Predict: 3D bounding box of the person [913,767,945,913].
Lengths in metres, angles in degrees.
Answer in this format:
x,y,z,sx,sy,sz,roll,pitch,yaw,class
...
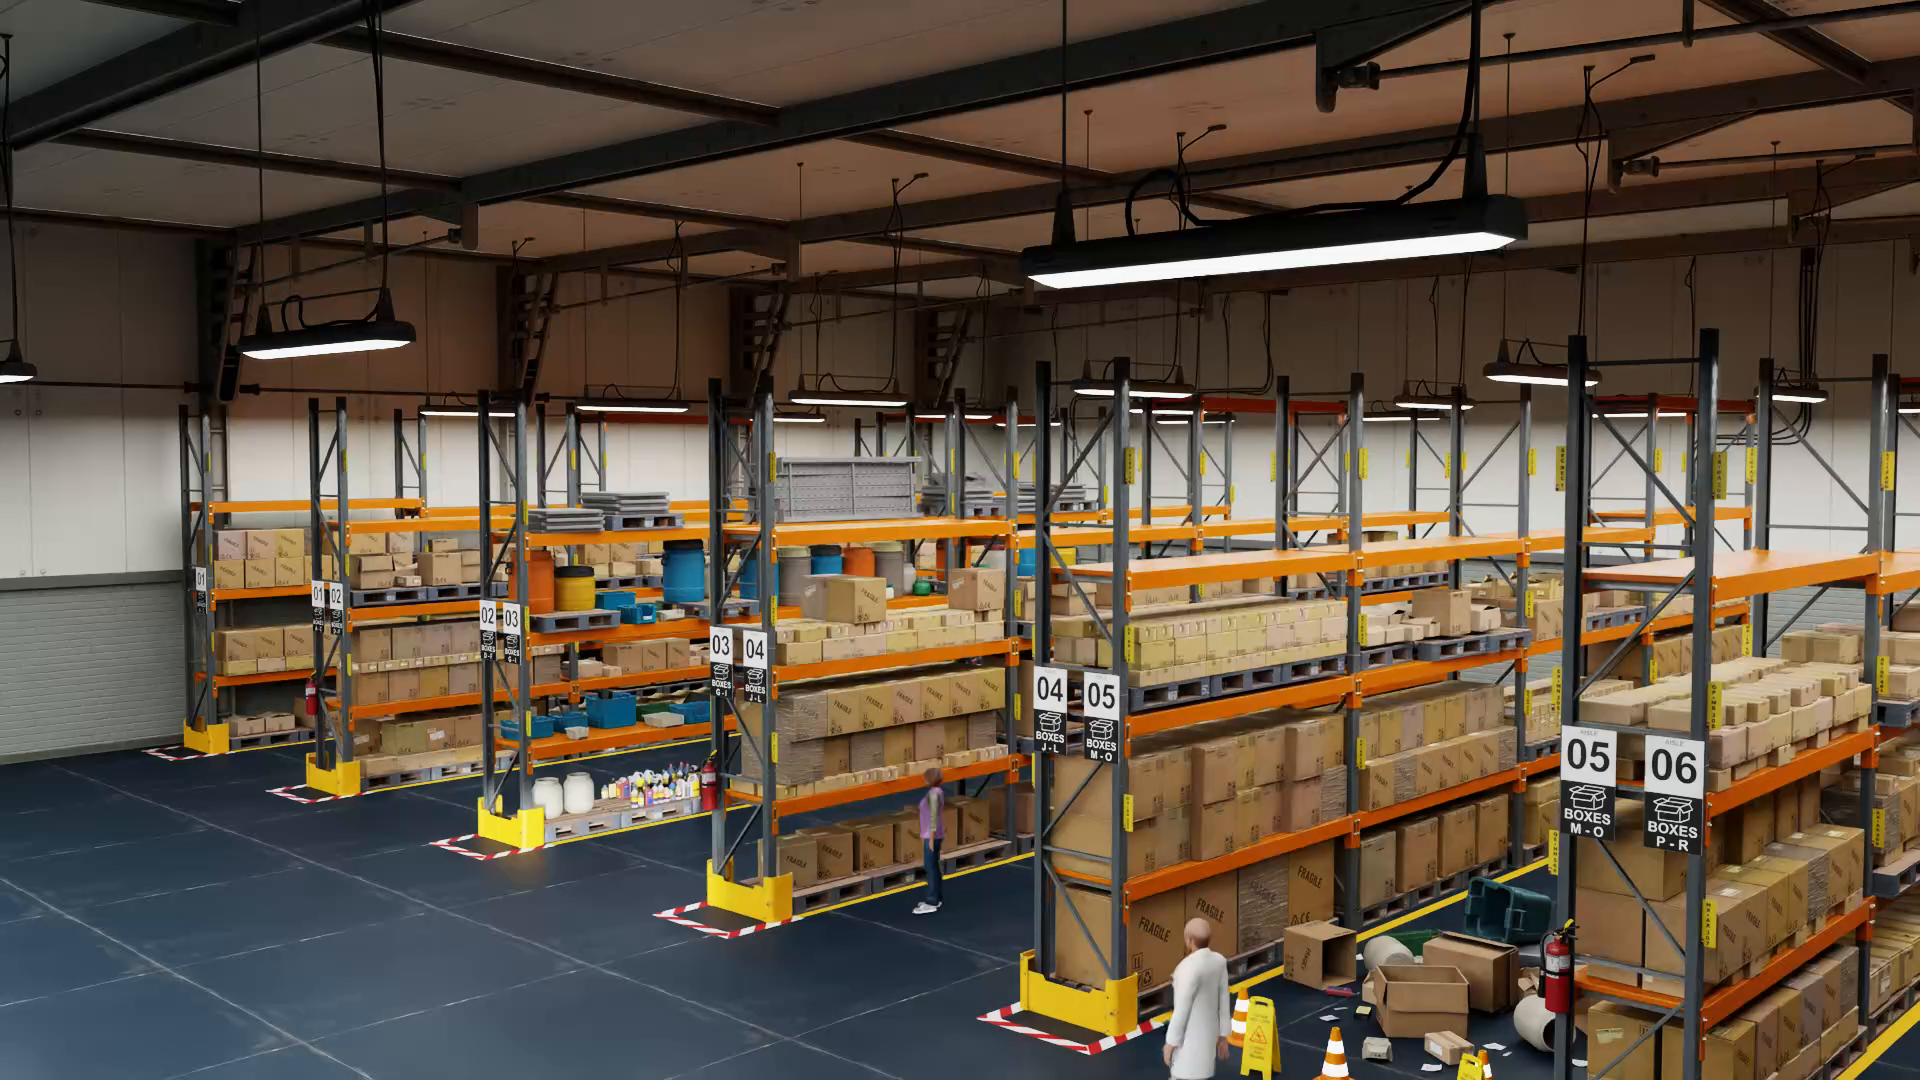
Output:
x,y,z,sx,sy,sz,roll,pitch,yaw,class
-0.346,3.389,18.781,0.351,1.576,0.492,0,3,2,person

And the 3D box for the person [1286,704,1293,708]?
x,y,z,sx,sy,sz,roll,pitch,yaw,class
4.534,3.089,23.463,0.447,1.669,0.506,1,3,25,person

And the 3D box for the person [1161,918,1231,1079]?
x,y,z,sx,sy,sz,roll,pitch,yaw,class
1.752,3.636,12.095,0.895,1.765,0.529,1,3,22,person
